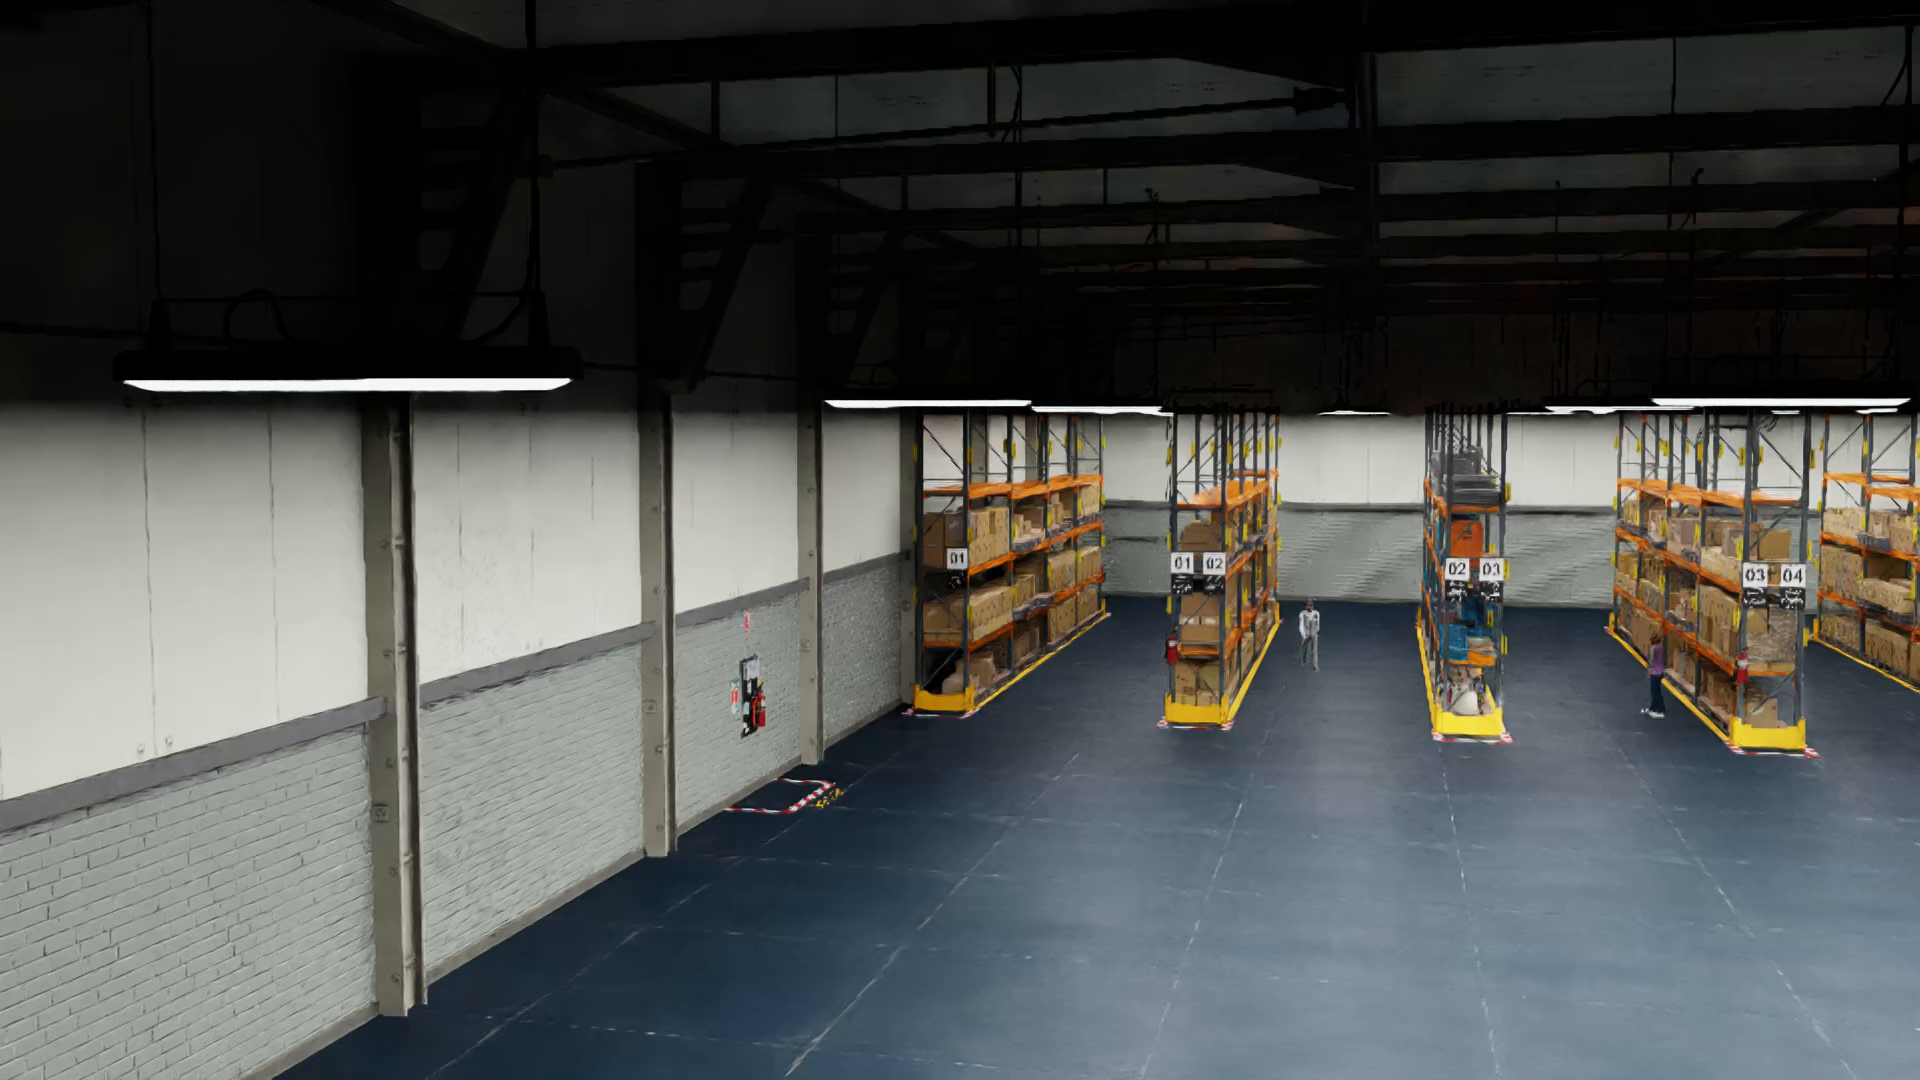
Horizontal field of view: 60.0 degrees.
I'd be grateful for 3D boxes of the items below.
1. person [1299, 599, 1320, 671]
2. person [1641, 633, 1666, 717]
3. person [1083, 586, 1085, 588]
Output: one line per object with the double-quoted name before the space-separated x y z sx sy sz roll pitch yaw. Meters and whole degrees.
"person" 7.895 2.119 37.597 0.482 1.622 0.994 0 4 5
"person" 13.272 2.566 31.790 0.522 1.591 0.523 4 6 44
"person" 3.393 1.250 49.381 0.637 1.667 0.455 -2 5 -30
